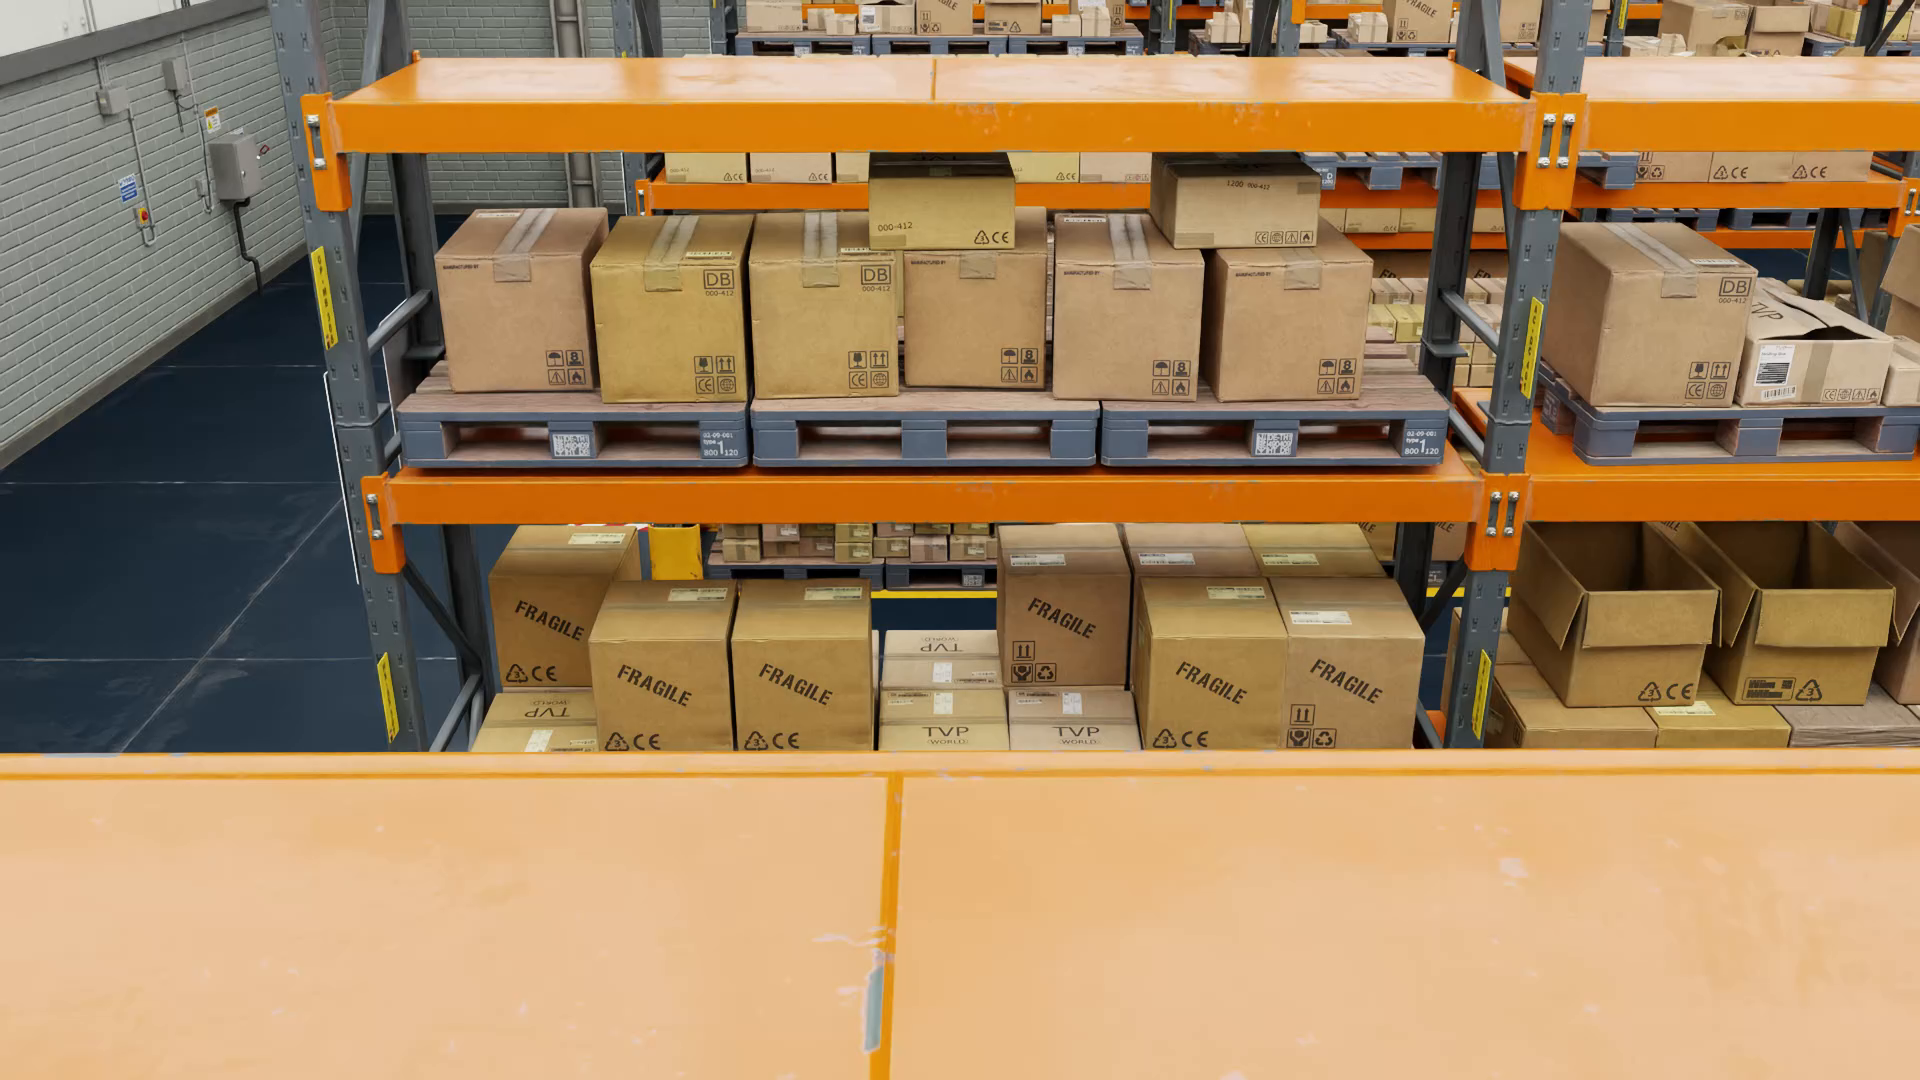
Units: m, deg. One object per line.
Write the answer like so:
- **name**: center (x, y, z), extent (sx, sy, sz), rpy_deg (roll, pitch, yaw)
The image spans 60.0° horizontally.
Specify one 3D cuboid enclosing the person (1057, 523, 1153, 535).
- **person**: center (1.022, 0.061, 10.241), extent (0.840, 1.527, 0.474), rpy_deg (-1, 24, -2)
